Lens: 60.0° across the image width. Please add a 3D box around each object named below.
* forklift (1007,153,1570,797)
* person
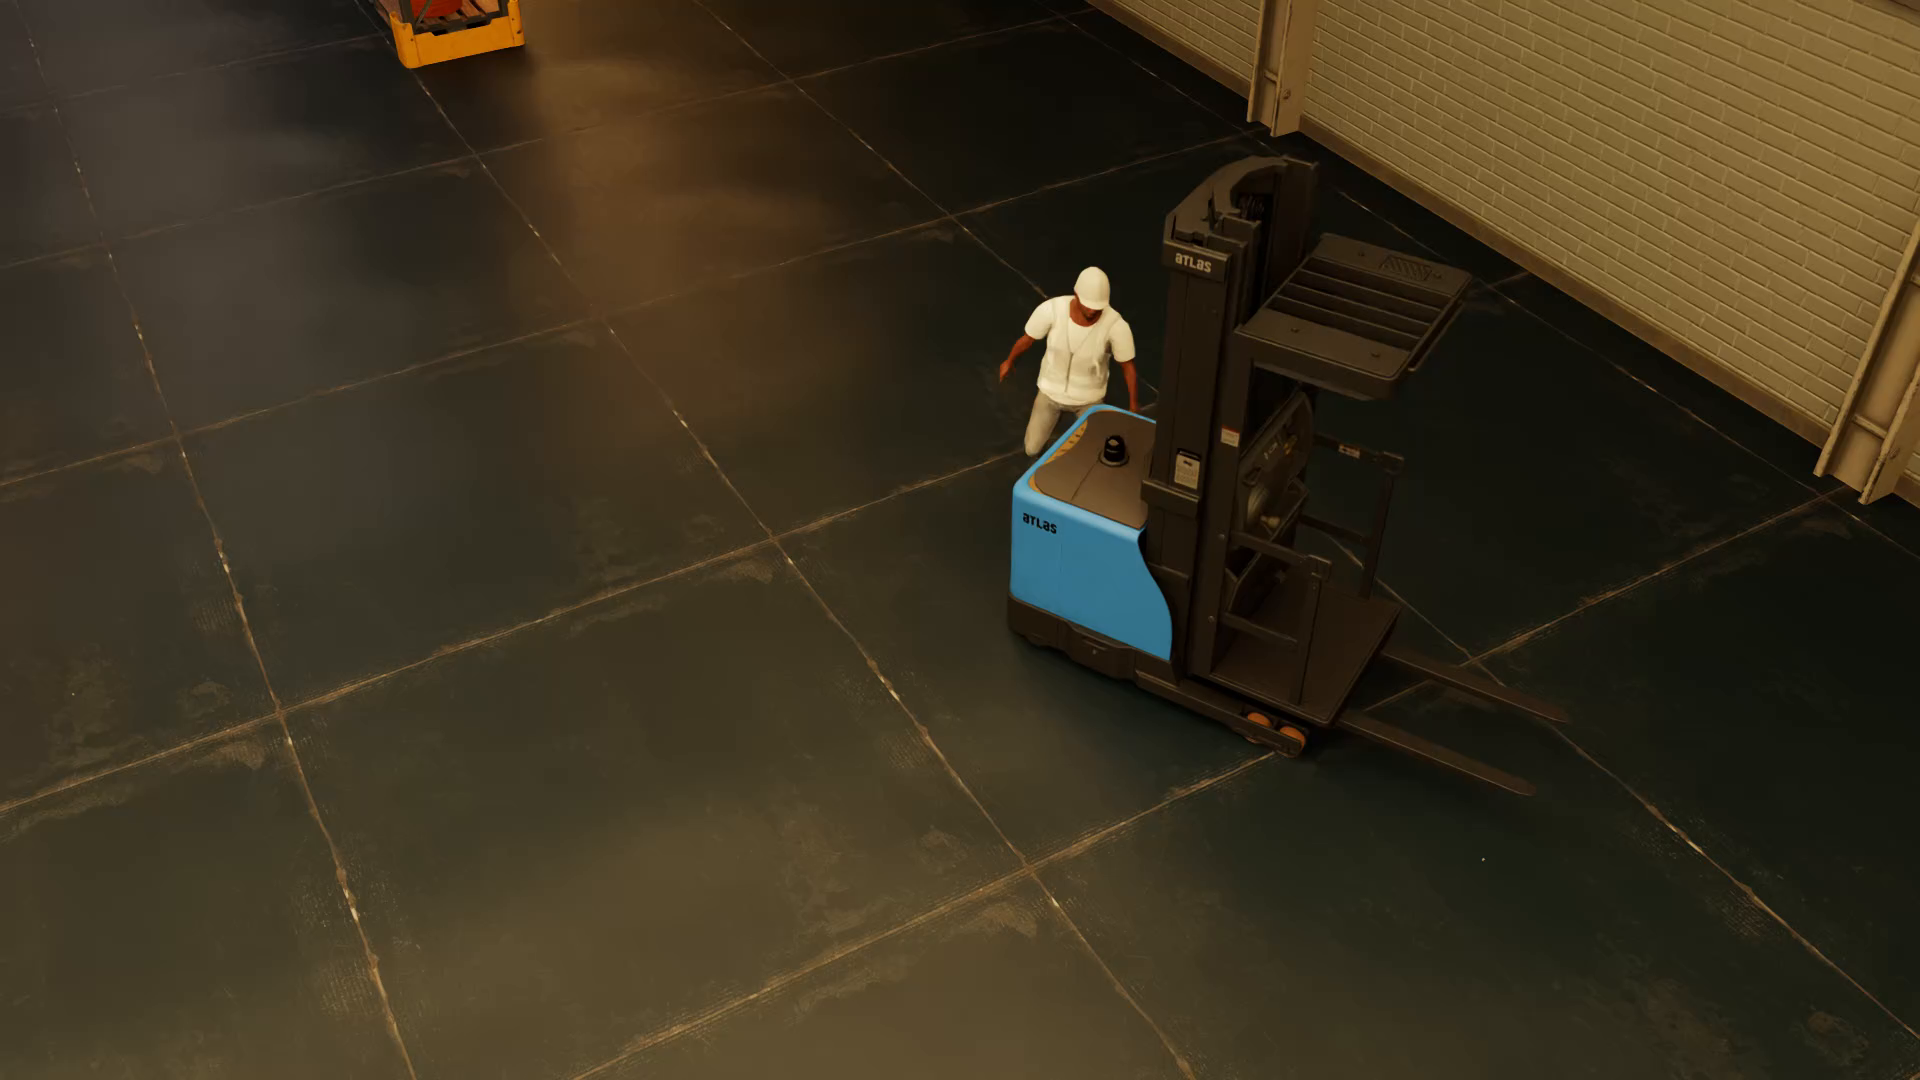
[{"bbox_3d":[1.792,-0.352,8.460,3.031,2.935,1.130,22,44,24],"label":"forklift"},{"bbox_3d":[0.672,-0.968,10.185,0.934,1.683,0.492,12,41,14],"label":"person"}]
